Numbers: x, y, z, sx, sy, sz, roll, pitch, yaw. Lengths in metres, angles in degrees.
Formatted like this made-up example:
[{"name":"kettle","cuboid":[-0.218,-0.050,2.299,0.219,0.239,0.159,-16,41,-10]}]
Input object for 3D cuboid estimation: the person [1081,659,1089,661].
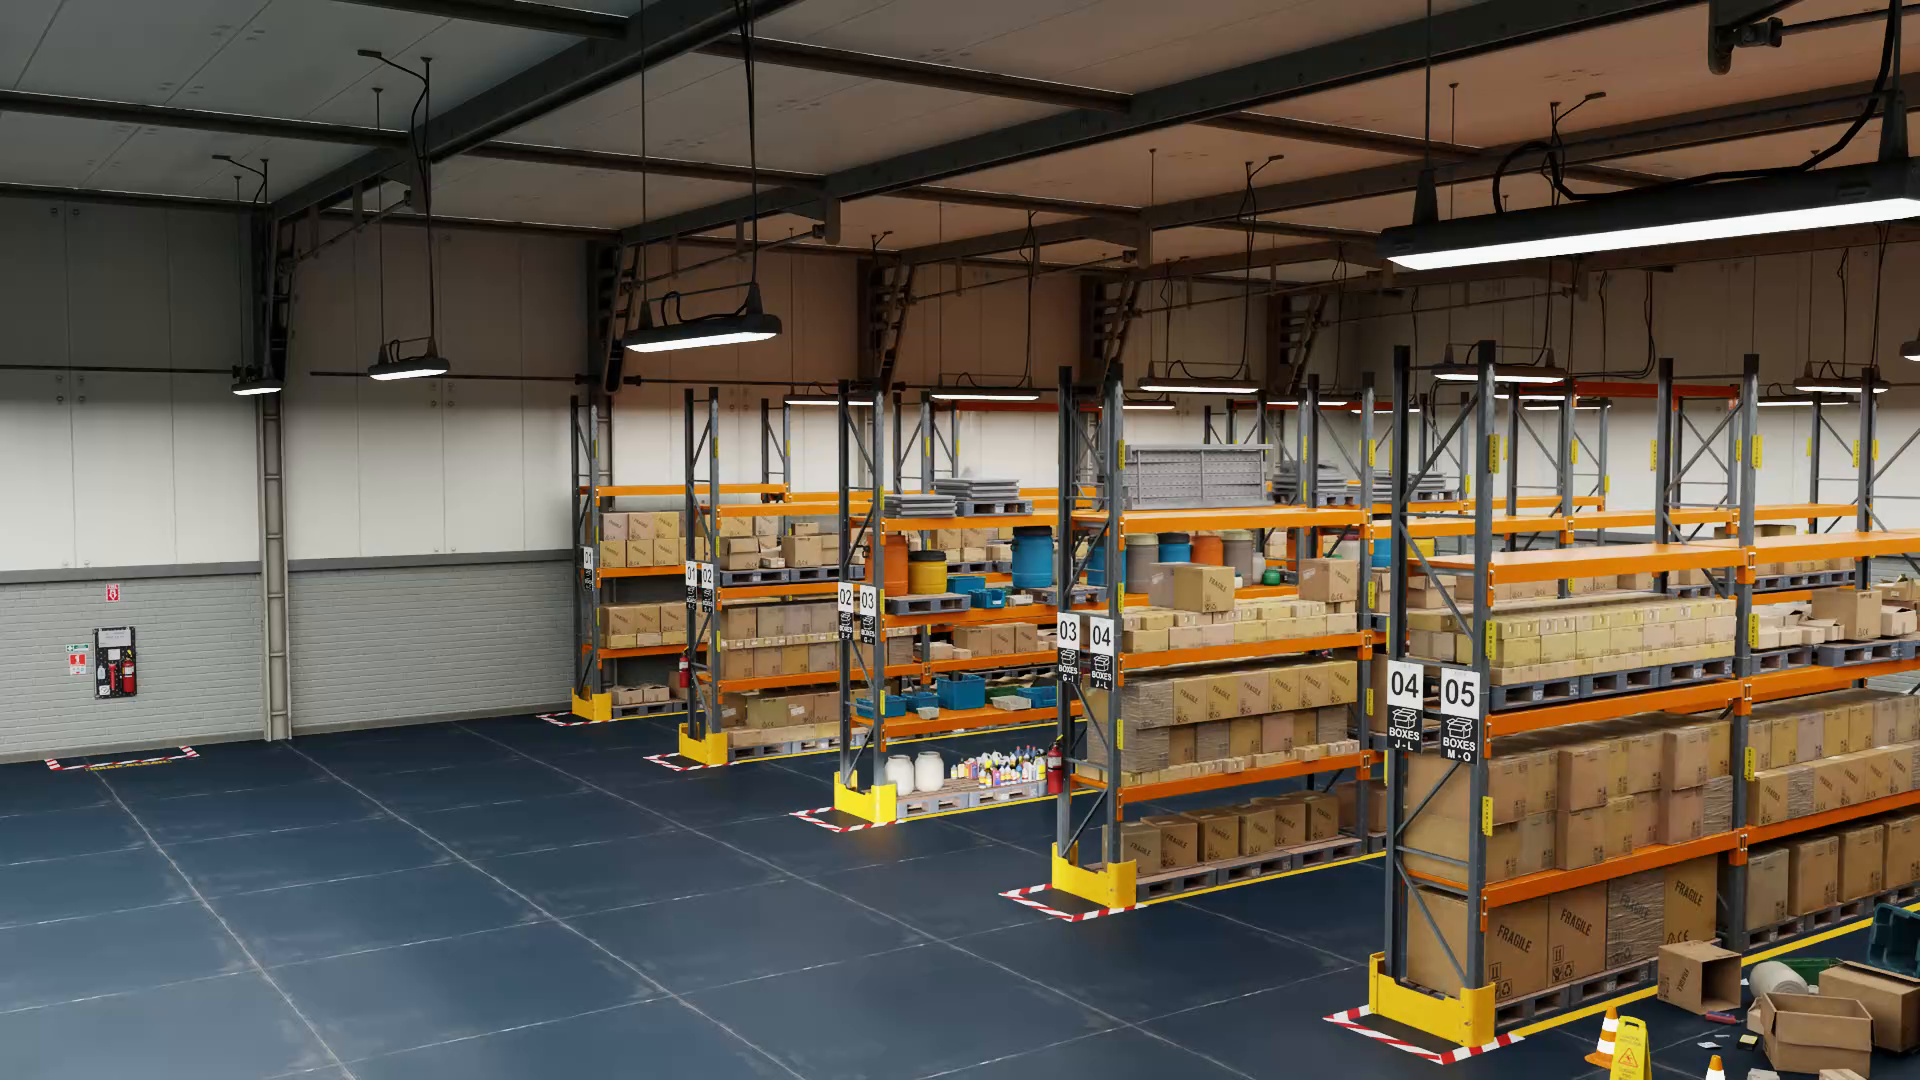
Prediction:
[{"name":"person","cuboid":[2.442,1.931,34.019,0.811,1.564,0.573,-3,4,-36]}]
